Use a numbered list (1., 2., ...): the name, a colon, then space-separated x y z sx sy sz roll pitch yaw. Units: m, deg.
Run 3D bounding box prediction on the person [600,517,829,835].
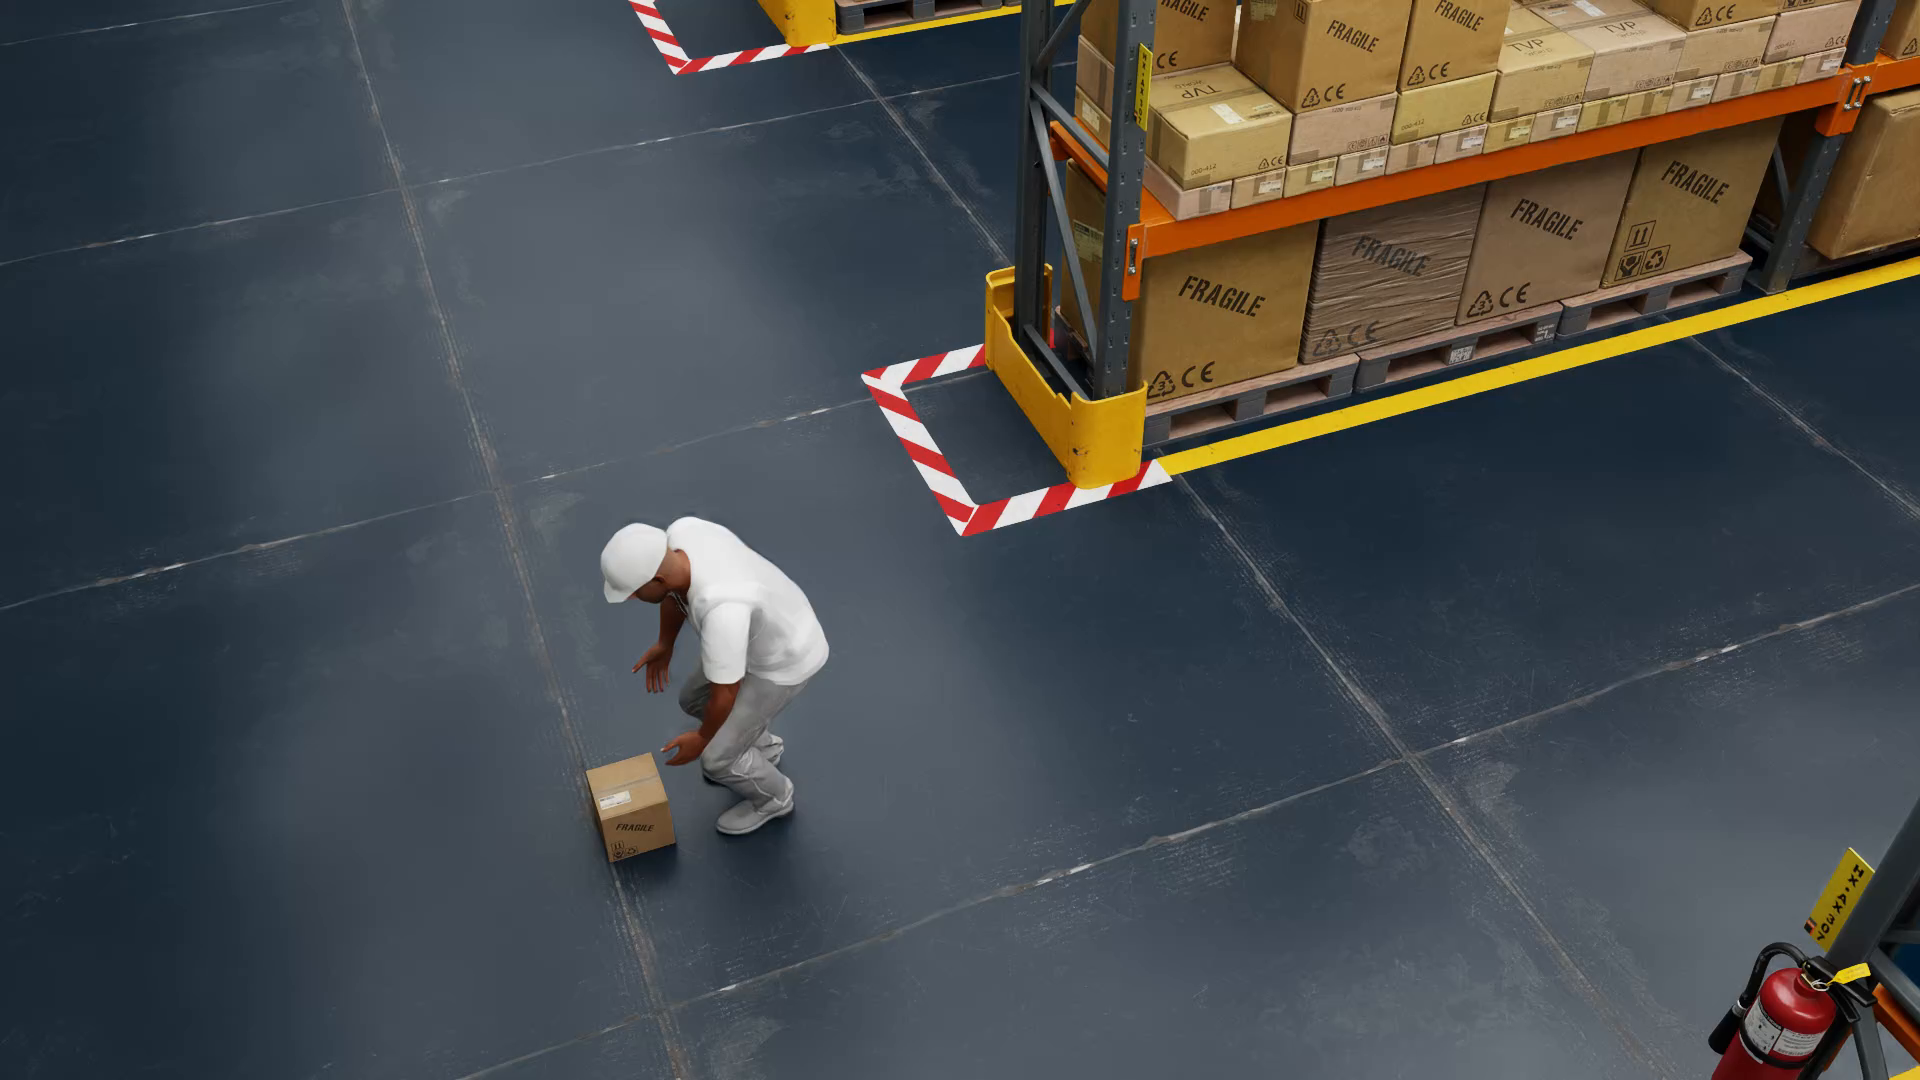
1. person: -0.824 0.453 5.859 0.728 1.461 0.630 -15 44 -16
